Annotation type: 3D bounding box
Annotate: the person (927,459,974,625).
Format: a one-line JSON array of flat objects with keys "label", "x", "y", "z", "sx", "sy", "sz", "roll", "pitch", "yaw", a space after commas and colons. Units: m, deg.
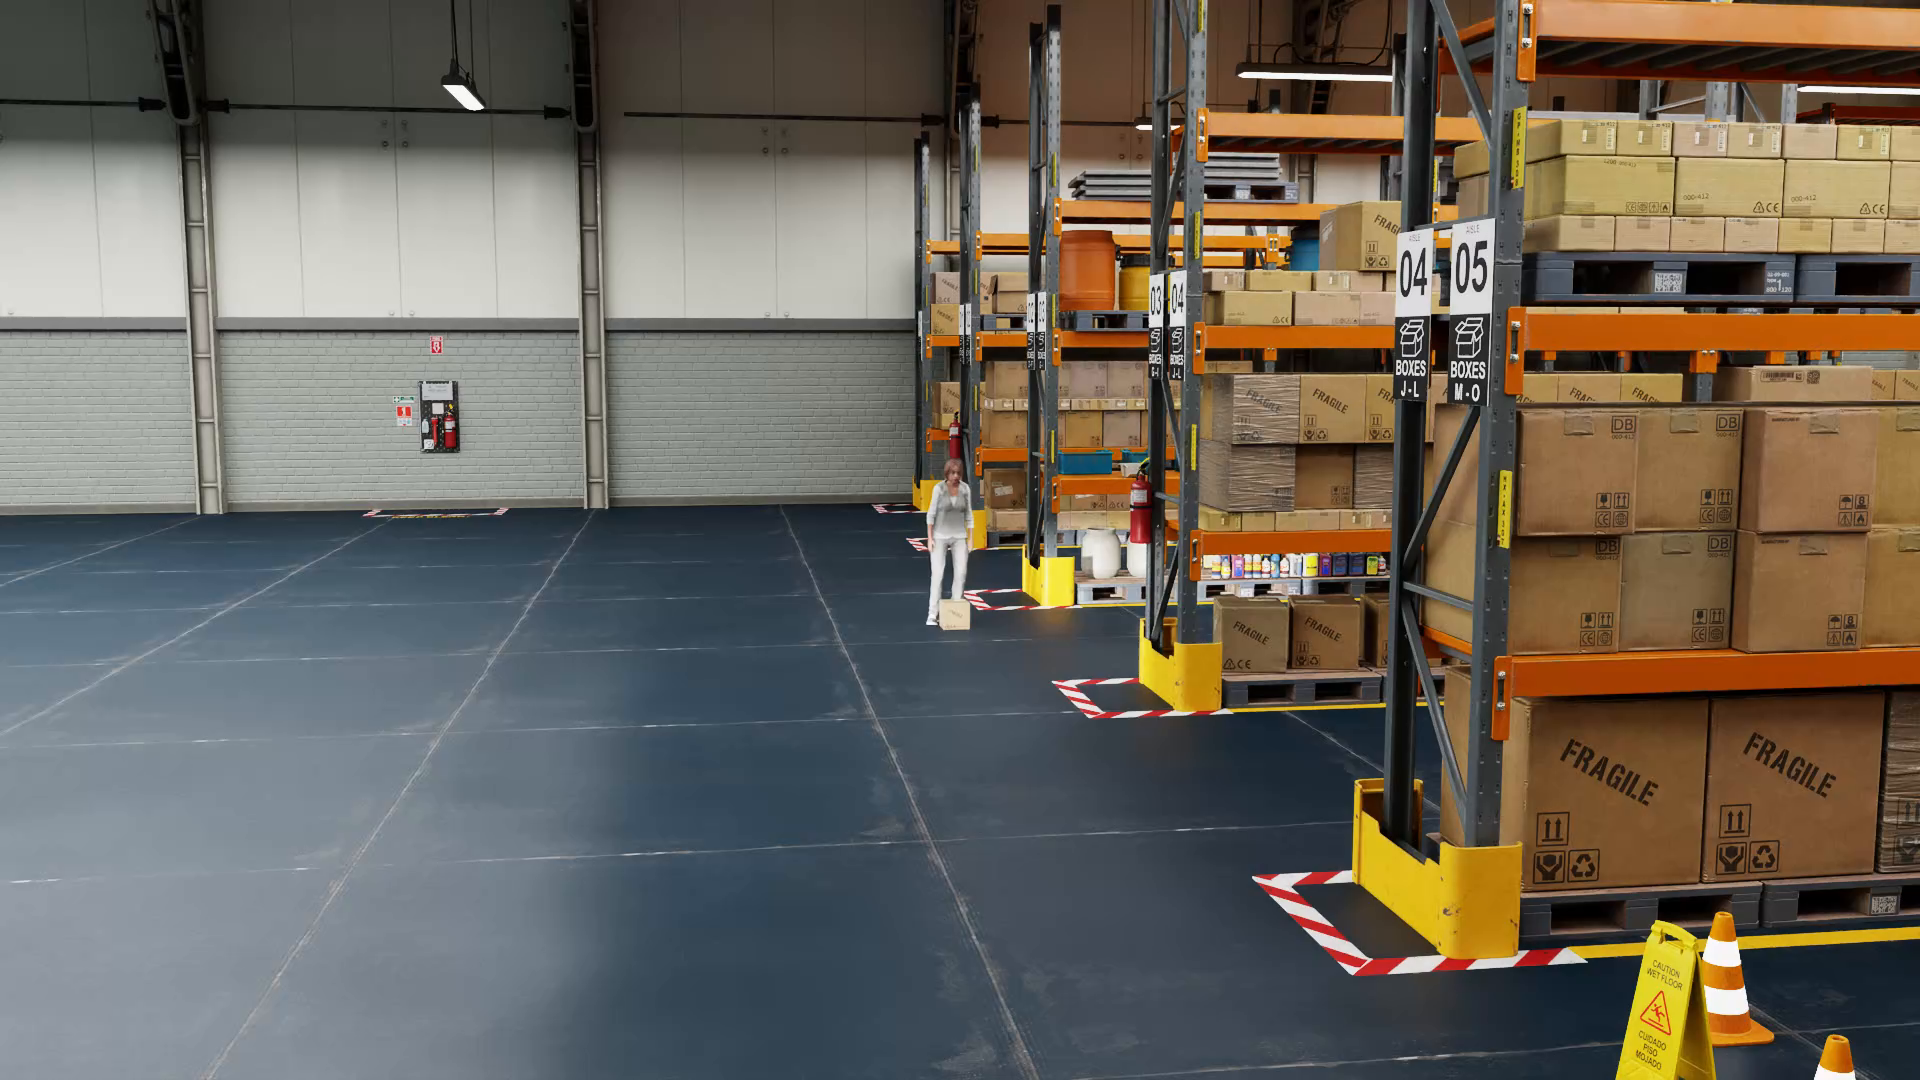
[{"label": "person", "x": -0.092, "y": 0.069, "z": 15.928, "sx": 0.483, "sy": 1.479, "sz": 0.377, "roll": -1, "pitch": 7, "yaw": -12}]
